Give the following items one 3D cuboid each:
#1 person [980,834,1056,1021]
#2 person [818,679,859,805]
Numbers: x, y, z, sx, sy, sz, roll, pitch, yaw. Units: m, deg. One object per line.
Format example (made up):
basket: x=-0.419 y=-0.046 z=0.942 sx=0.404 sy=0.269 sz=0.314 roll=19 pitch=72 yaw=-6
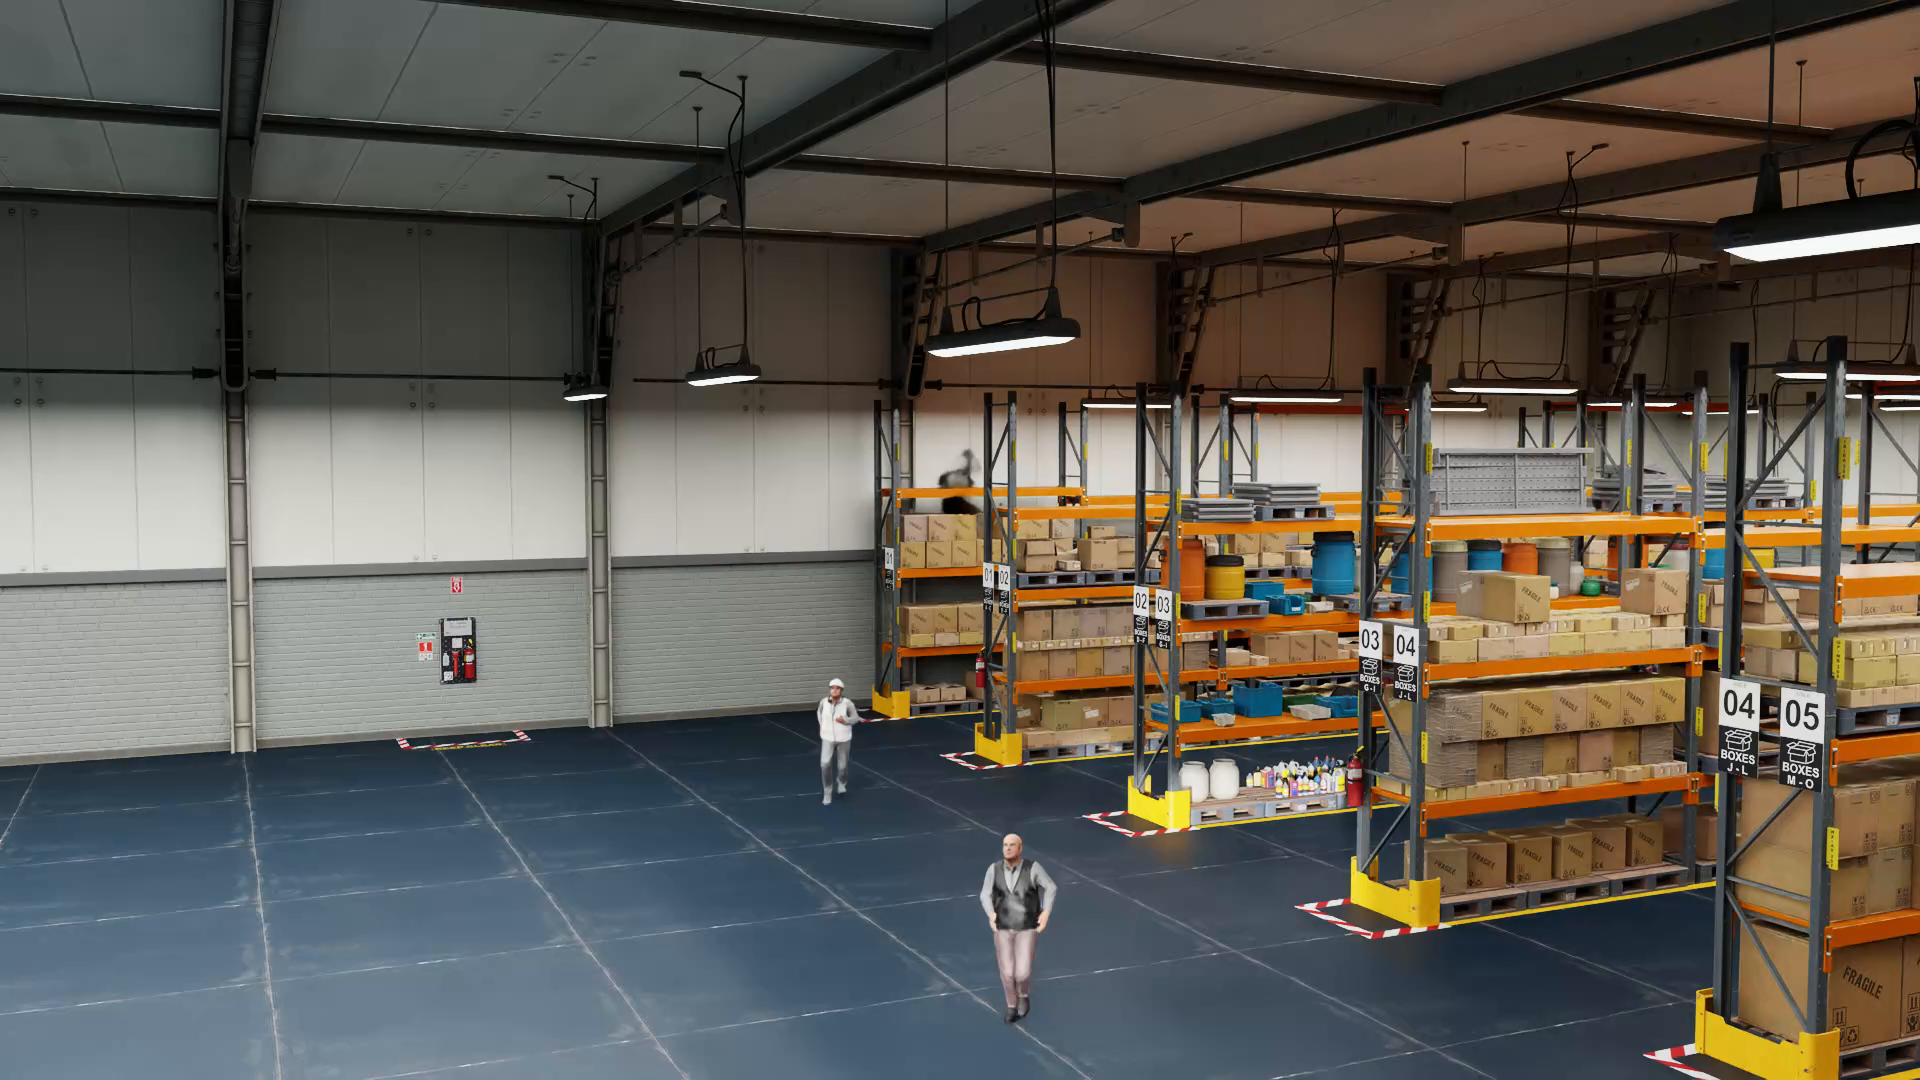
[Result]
person: x=0.491 y=3.462 z=14.779 sx=0.672 sy=1.676 sz=0.551 roll=1 pitch=3 yaw=13
person: x=-1.765 y=2.899 z=24.049 sx=0.635 sy=1.820 sz=0.795 roll=0 pitch=3 yaw=2
